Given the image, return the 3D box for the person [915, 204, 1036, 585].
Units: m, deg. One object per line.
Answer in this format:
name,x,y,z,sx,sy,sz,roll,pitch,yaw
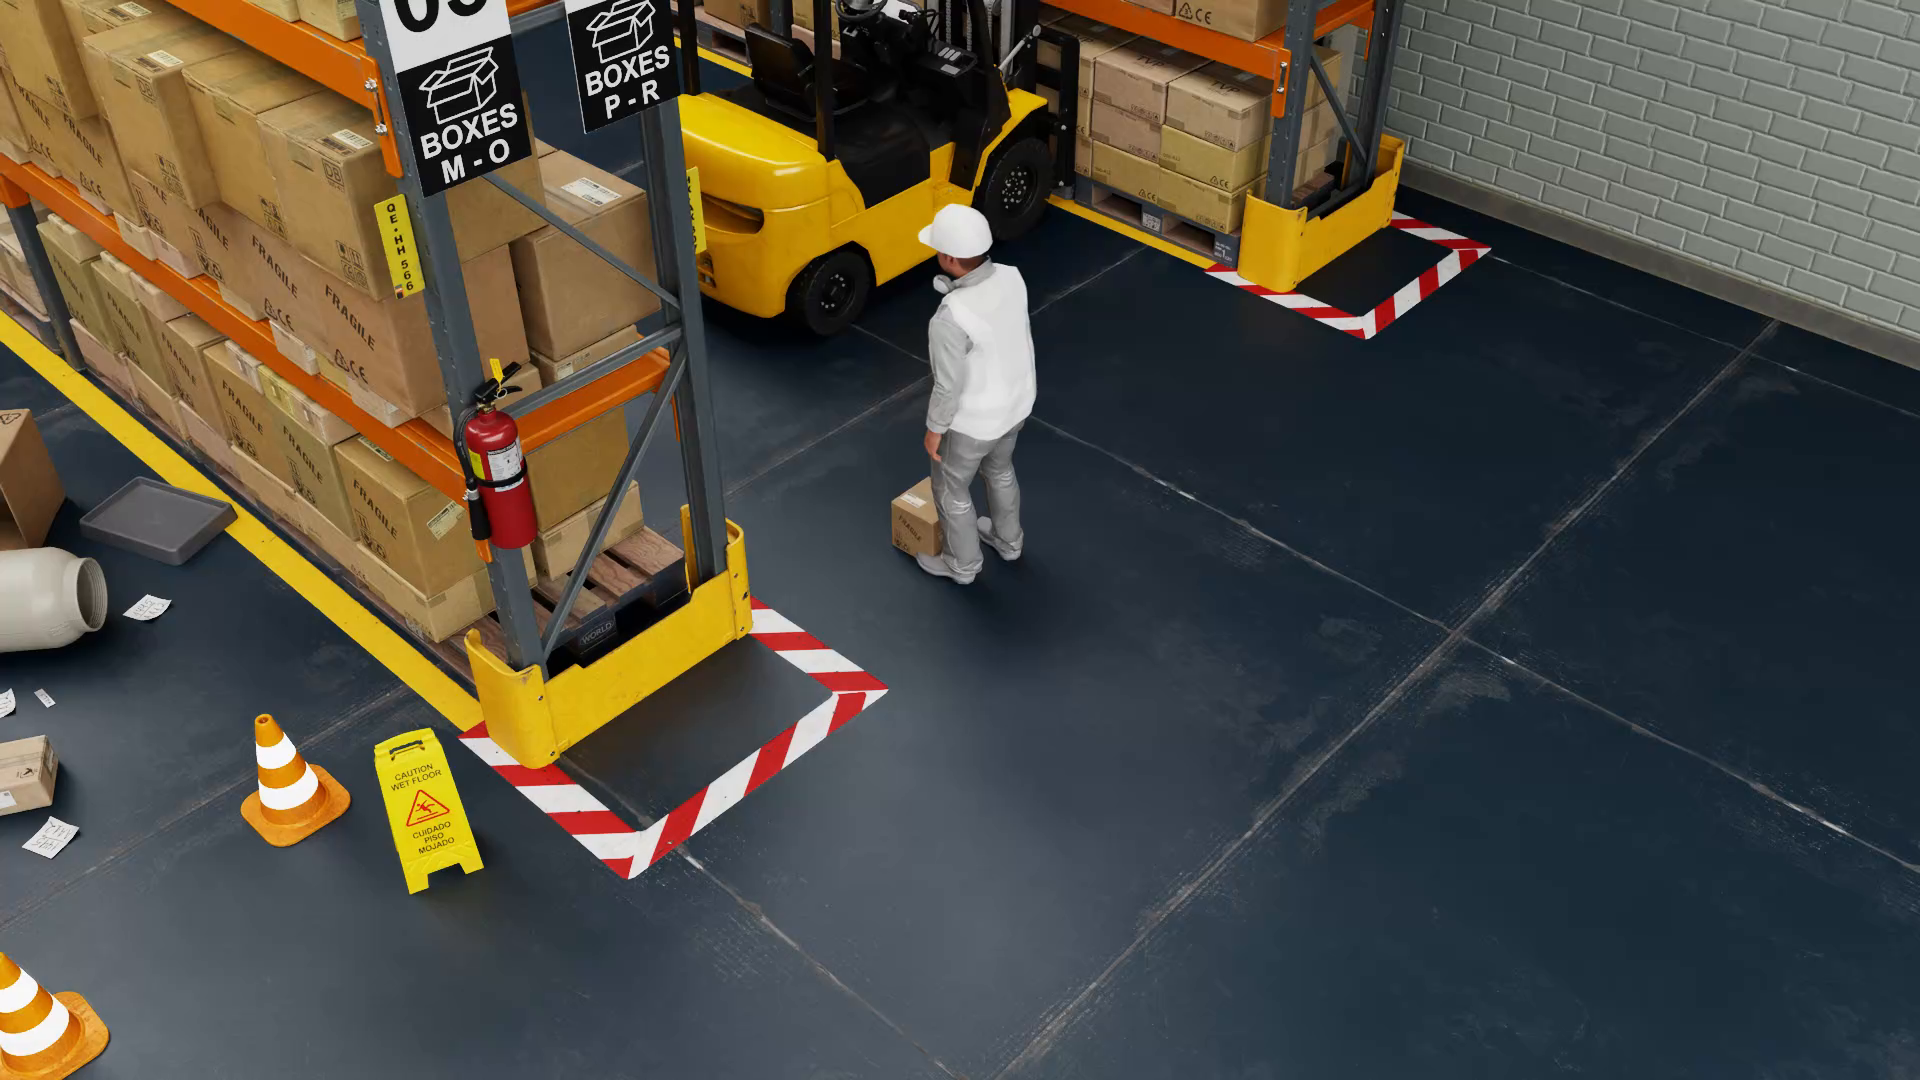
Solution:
person,0.060,-0.562,6.826,0.476,1.770,0.591,27,46,29
